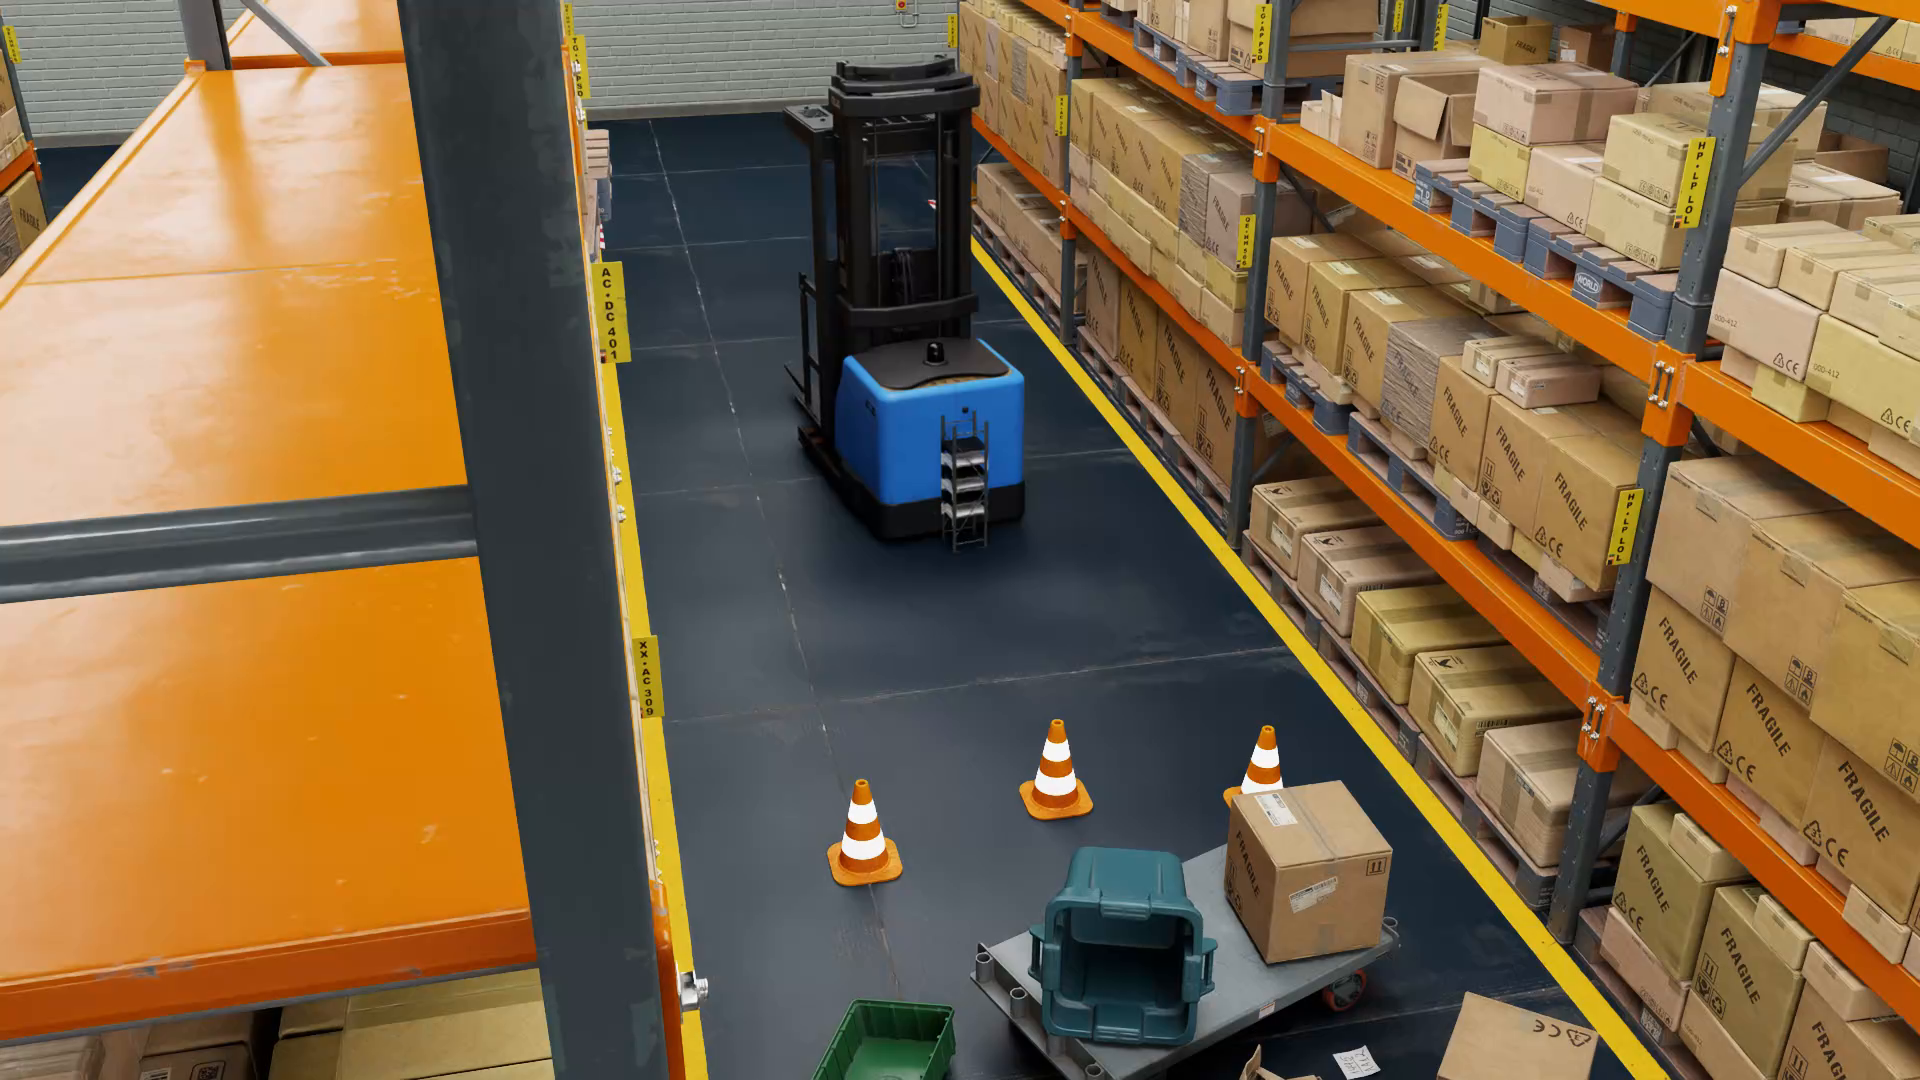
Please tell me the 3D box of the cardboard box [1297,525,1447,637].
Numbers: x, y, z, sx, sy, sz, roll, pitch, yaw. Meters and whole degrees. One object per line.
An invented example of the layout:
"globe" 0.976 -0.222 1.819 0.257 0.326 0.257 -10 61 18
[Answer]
"cardboard box" 2.562 0.212 9.798 0.950 0.372 0.625 -6 27 -13

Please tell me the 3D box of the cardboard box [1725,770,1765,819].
"cardboard box" 3.127 0.912 6.239 0.380 0.149 0.250 -6 27 -12

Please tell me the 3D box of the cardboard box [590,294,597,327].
"cardboard box" -1.123 -0.509 4.263 0.380 0.149 0.250 -6 27 -12

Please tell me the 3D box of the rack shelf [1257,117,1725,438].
"rack shelf" 2.721 -1.486 8.181 1.077 0.370 4.000 -6 27 -12

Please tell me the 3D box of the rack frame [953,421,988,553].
"rack frame" 0.066 -0.334 10.760 0.240 0.900 0.006 -10 28 -19

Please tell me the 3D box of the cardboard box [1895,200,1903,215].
"cardboard box" 6.552 -2.402 12.228 0.500 0.250 0.500 -7 28 -14

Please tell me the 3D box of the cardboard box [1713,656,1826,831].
"cardboard box" 3.135 0.672 5.995 0.500 0.500 0.500 -6 27 -12

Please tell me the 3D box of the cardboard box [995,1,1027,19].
"cardboard box" 0.540 -4.997 15.728 0.380 0.149 0.250 -6 27 -11

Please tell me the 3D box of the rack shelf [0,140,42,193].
"rack shelf" -8.737 -2.653 13.821 1.077 0.370 4.000 -6 27 -12

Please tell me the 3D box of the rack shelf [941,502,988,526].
"rack shelf" 0.030 -0.186 10.940 0.258 0.077 0.200 -10 28 -19

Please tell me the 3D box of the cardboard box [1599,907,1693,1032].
"cardboard box" 3.041 1.736 6.913 0.500 0.250 0.500 -7 28 -14

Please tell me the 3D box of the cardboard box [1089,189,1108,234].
"cardboard box" 1.329 -2.588 13.061 0.500 0.250 0.500 -7 28 -13

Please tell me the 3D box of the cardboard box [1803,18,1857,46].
"cardboard box" 6.526 -3.765 12.064 0.500 0.250 0.500 -6 27 -12

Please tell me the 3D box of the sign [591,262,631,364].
"sign" -1.088 -0.705 5.174 0.100 0.325 0.005 -6 27 -12

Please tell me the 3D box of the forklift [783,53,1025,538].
"forklift" -0.564 -1.966 11.738 1.130 2.935 3.031 -10 28 -19

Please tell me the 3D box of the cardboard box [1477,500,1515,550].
"cardboard box" 2.651 -0.090 7.759 0.380 0.149 0.250 -6 27 -12

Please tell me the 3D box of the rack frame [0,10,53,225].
"rack frame" -9.188 -3.852 15.399 1.000 3.000 0.127 -6 27 -12

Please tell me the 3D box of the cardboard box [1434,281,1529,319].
"cardboard box" 2.885 -1.092 9.024 0.500 0.500 0.500 -8 28 -15

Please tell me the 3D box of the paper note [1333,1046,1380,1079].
"paper note" 1.629 2.141 6.820 0.148 0.019 0.142 -6 27 -12

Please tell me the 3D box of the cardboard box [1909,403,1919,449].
"cardboard box" 3.229 -0.327 4.923 0.500 0.250 0.500 -6 27 -11

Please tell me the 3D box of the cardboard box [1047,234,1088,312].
"cardboard box" 1.332 -2.432 14.964 0.875 0.438 0.875 -6 27 -12

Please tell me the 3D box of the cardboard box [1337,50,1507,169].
"cardboard box" 2.474 -2.313 8.909 0.700 0.500 0.500 -6 27 -12

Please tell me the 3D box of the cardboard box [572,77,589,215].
"cardboard box" -1.865 -1.680 7.079 0.500 0.500 0.500 -6 27 -12

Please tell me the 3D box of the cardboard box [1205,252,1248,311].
"cardboard box" 1.913 -1.689 10.726 0.500 0.250 0.500 -6 27 -12

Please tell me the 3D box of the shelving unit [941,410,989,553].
"shelving unit" 0.030 -0.377 10.844 0.258 0.900 0.210 -10 28 -19

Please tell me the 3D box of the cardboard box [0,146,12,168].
"cardboard box" -8.671 -3.392 14.766 0.380 0.149 0.250 -6 27 -11

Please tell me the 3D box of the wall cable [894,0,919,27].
"wall cable" -0.826 -7.799 22.056 0.585 1.953 0.123 -6 27 -12

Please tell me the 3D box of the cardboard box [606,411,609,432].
"cardboard box" -1.178 -0.264 4.663 0.380 0.149 0.250 -6 27 -11

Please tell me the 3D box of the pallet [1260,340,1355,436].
"pallet" 2.534 -0.958 9.879 1.213 0.211 1.003 -6 27 -12

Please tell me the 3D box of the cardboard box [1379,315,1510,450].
"cardboard box" 2.502 -0.809 8.463 0.500 0.500 0.500 -7 28 -14

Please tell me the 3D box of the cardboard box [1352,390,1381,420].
"cardboard box" 2.382 -0.787 9.139 0.380 0.149 0.250 -4 27 -9

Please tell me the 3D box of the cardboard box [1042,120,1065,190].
"cardboard box" 1.015 -3.324 14.243 0.500 0.500 0.500 -6 27 -11

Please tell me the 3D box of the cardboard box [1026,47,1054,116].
"cardboard box" 0.887 -3.996 14.463 0.500 0.500 0.500 -6 27 -12

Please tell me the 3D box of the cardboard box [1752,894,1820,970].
"cardboard box" 3.129 1.399 6.030 0.380 0.149 0.250 -5 27 -10

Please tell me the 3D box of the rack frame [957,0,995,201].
"rack frame" 0.467 -4.858 17.392 1.000 3.000 0.127 -6 27 -12

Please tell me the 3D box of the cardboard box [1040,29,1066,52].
"cardboard box" 0.914 -4.332 14.410 0.380 0.149 0.250 -6 27 -12

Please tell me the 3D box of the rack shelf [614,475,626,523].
"rack shelf" -1.178 0.817 3.618 1.077 0.370 4.000 -6 27 -12

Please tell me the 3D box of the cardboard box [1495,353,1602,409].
"cardboard box" 2.679 -0.725 7.578 0.380 0.149 0.250 -7 28 -13

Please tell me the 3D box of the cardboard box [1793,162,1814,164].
"cardboard box" 3.315 -1.569 7.248 0.500 0.250 0.500 -6 27 -12

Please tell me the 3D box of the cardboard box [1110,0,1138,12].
"cardboard box" 1.313 -3.933 12.024 0.380 0.166 0.250 -8 28 -15

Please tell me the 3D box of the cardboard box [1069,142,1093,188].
"cardboard box" 1.193 -3.036 13.395 0.500 0.250 0.500 -7 28 -13

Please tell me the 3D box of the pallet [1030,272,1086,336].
"pallet" 1.273 -2.199 15.219 1.003 0.211 1.213 -6 27 -12

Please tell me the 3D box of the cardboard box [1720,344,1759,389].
"cardboard box" 3.001 -0.653 6.012 0.380 0.149 0.250 -6 27 -12

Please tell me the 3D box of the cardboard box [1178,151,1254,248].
"cardboard box" 1.775 -2.262 11.028 0.500 0.500 0.500 -5 27 -11

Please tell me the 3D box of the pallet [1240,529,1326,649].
"pallet" 2.445 0.242 10.383 1.003 0.211 1.213 -6 27 -12

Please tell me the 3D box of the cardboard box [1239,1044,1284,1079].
"cardboard box" 1.264 2.206 6.431 0.396 0.266 0.258 19 32 32

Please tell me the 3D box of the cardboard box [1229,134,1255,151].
"cardboard box" 2.174 -2.524 11.547 0.500 0.500 0.500 -5 27 -10

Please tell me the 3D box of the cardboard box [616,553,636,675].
"cardboard box" -0.778 0.161 2.936 0.380 0.149 0.250 -6 27 -12

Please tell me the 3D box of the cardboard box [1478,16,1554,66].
"cardboard box" 5.480 -4.879 16.439 0.500 0.500 0.500 -5 27 -10

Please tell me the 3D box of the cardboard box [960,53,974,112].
"cardboard box" 0.296 -4.663 16.895 0.500 0.500 0.500 -6 27 -12

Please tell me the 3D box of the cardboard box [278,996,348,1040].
"cardboard box" -0.701 0.615 2.479 0.500 0.250 0.500 -6 27 -12

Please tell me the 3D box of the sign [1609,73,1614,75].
"sign" 5.677 -3.936 14.604 0.100 0.325 0.005 -6 27 -12

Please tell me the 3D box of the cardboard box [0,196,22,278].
"cardboard box" -8.761 -2.418 14.451 0.875 0.875 0.875 -6 27 -12
